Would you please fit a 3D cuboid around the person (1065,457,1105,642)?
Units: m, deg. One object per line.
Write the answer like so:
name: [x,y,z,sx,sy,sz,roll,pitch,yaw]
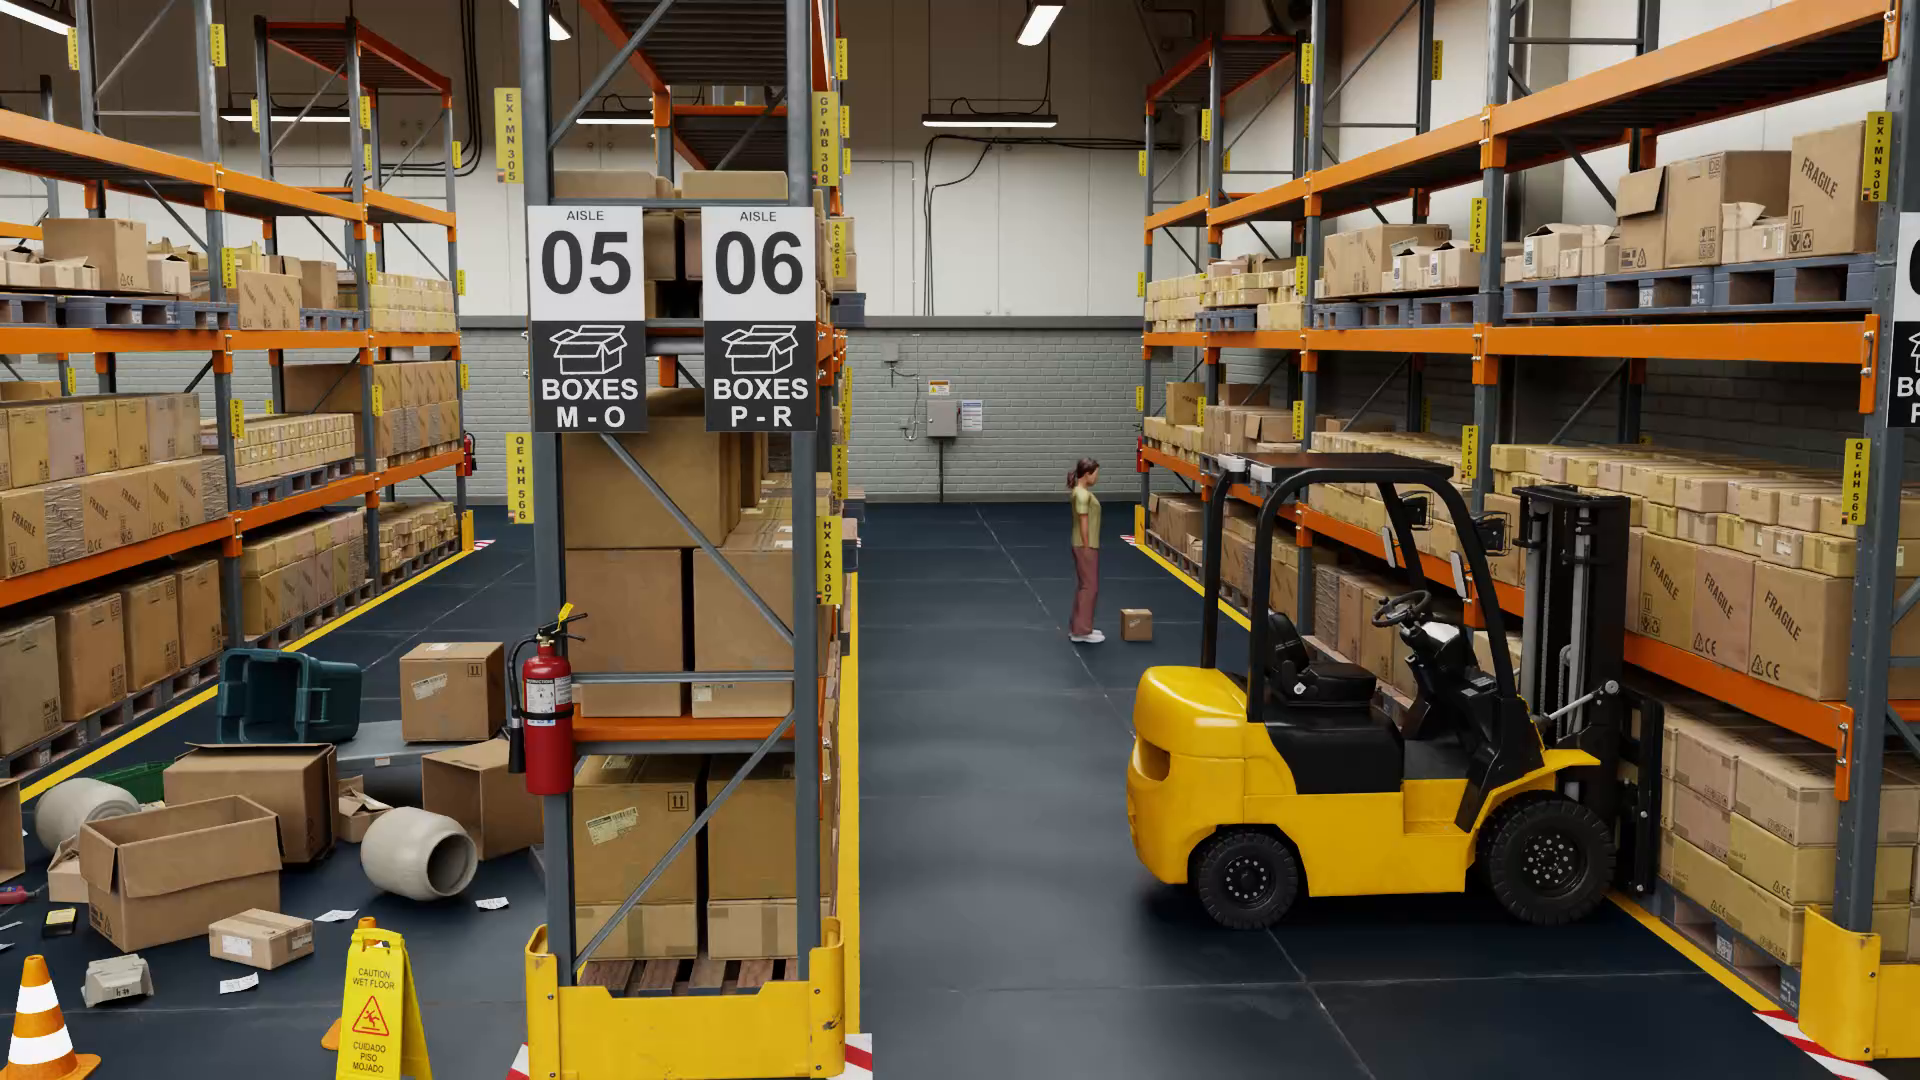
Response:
person: [1.152,0.080,15.143,0.317,1.672,0.446,0,7,-3]
